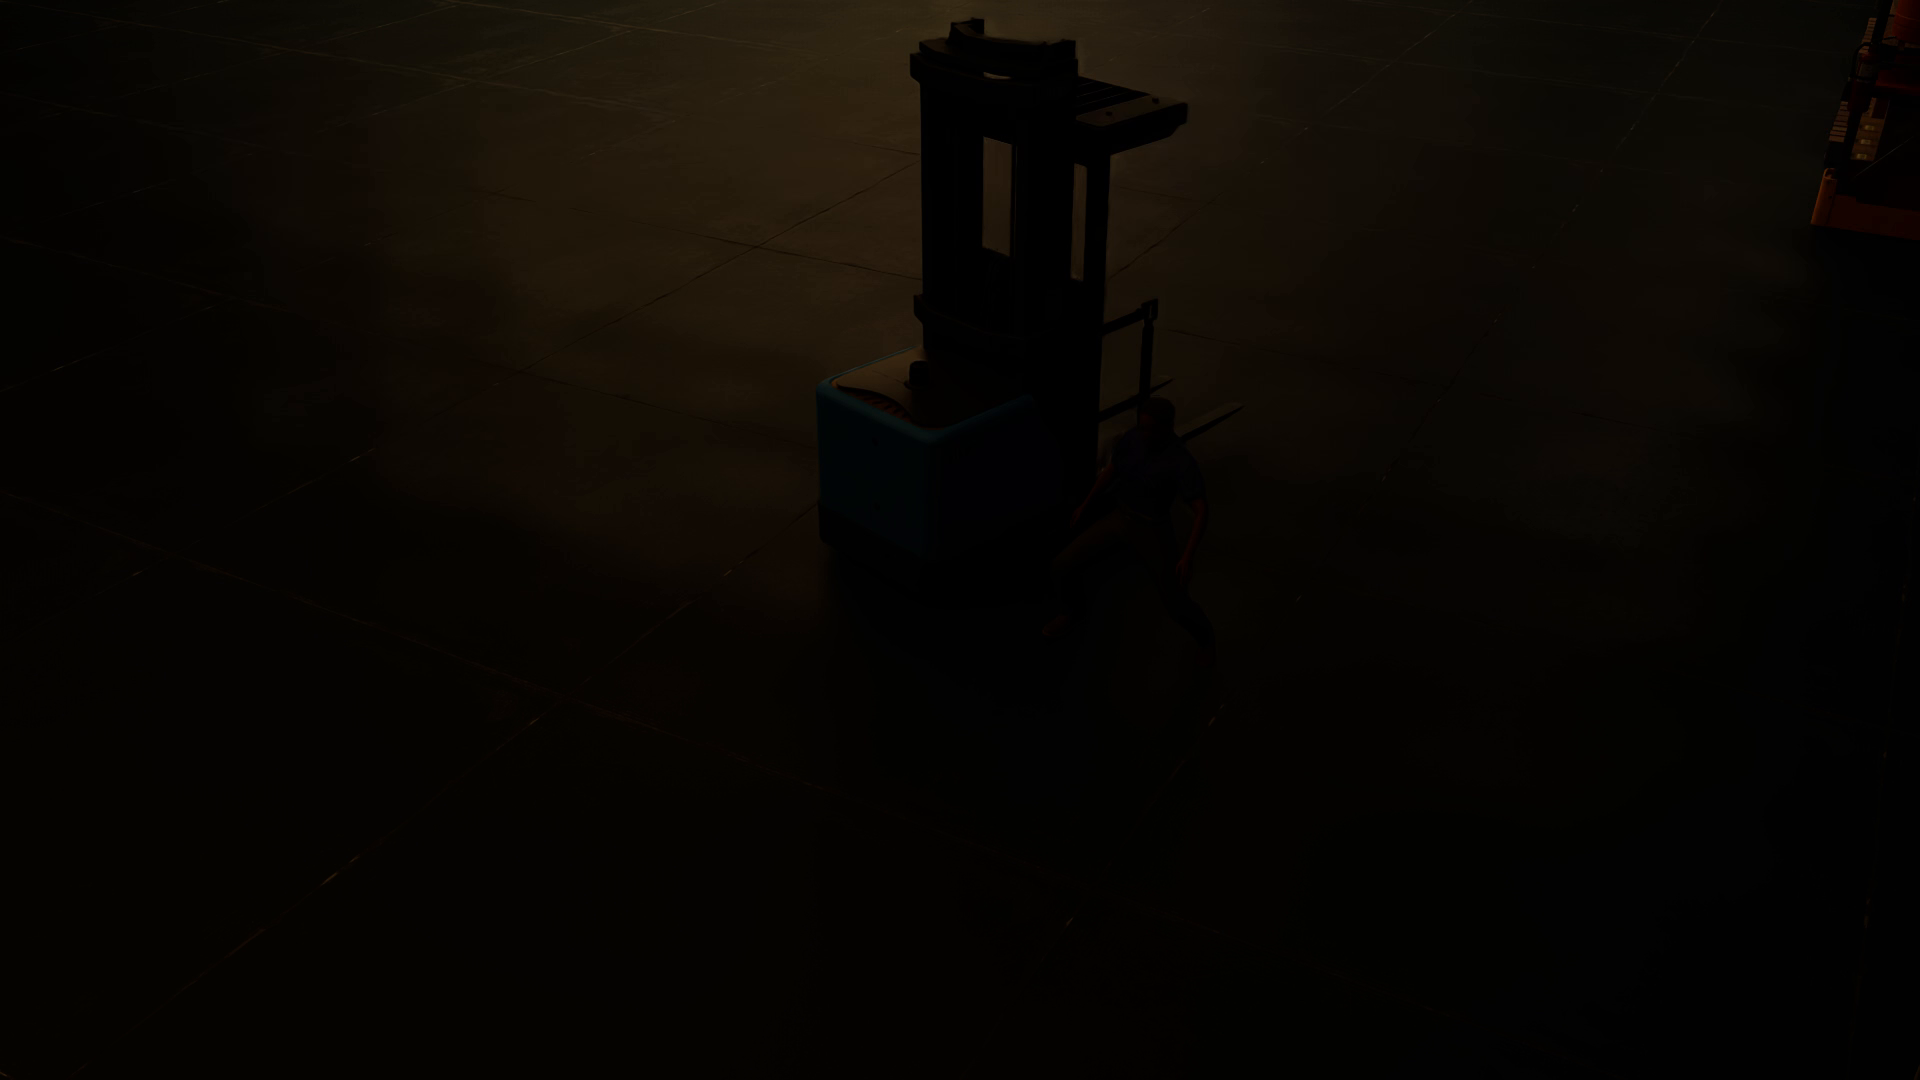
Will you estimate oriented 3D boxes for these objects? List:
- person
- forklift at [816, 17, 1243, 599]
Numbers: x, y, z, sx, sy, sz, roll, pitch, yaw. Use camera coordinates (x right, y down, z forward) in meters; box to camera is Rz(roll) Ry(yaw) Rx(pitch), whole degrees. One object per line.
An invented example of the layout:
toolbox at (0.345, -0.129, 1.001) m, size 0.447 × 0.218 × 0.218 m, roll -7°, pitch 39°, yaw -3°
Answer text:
person at (0.977, -0.042, 8.601) m, size 0.693 × 1.532 × 0.896 m, roll -26°, pitch 39°, yaw -37°
forklift at (0.575, -1.571, 9.793) m, size 3.031 × 2.935 × 1.130 m, roll -26°, pitch 39°, yaw -37°
